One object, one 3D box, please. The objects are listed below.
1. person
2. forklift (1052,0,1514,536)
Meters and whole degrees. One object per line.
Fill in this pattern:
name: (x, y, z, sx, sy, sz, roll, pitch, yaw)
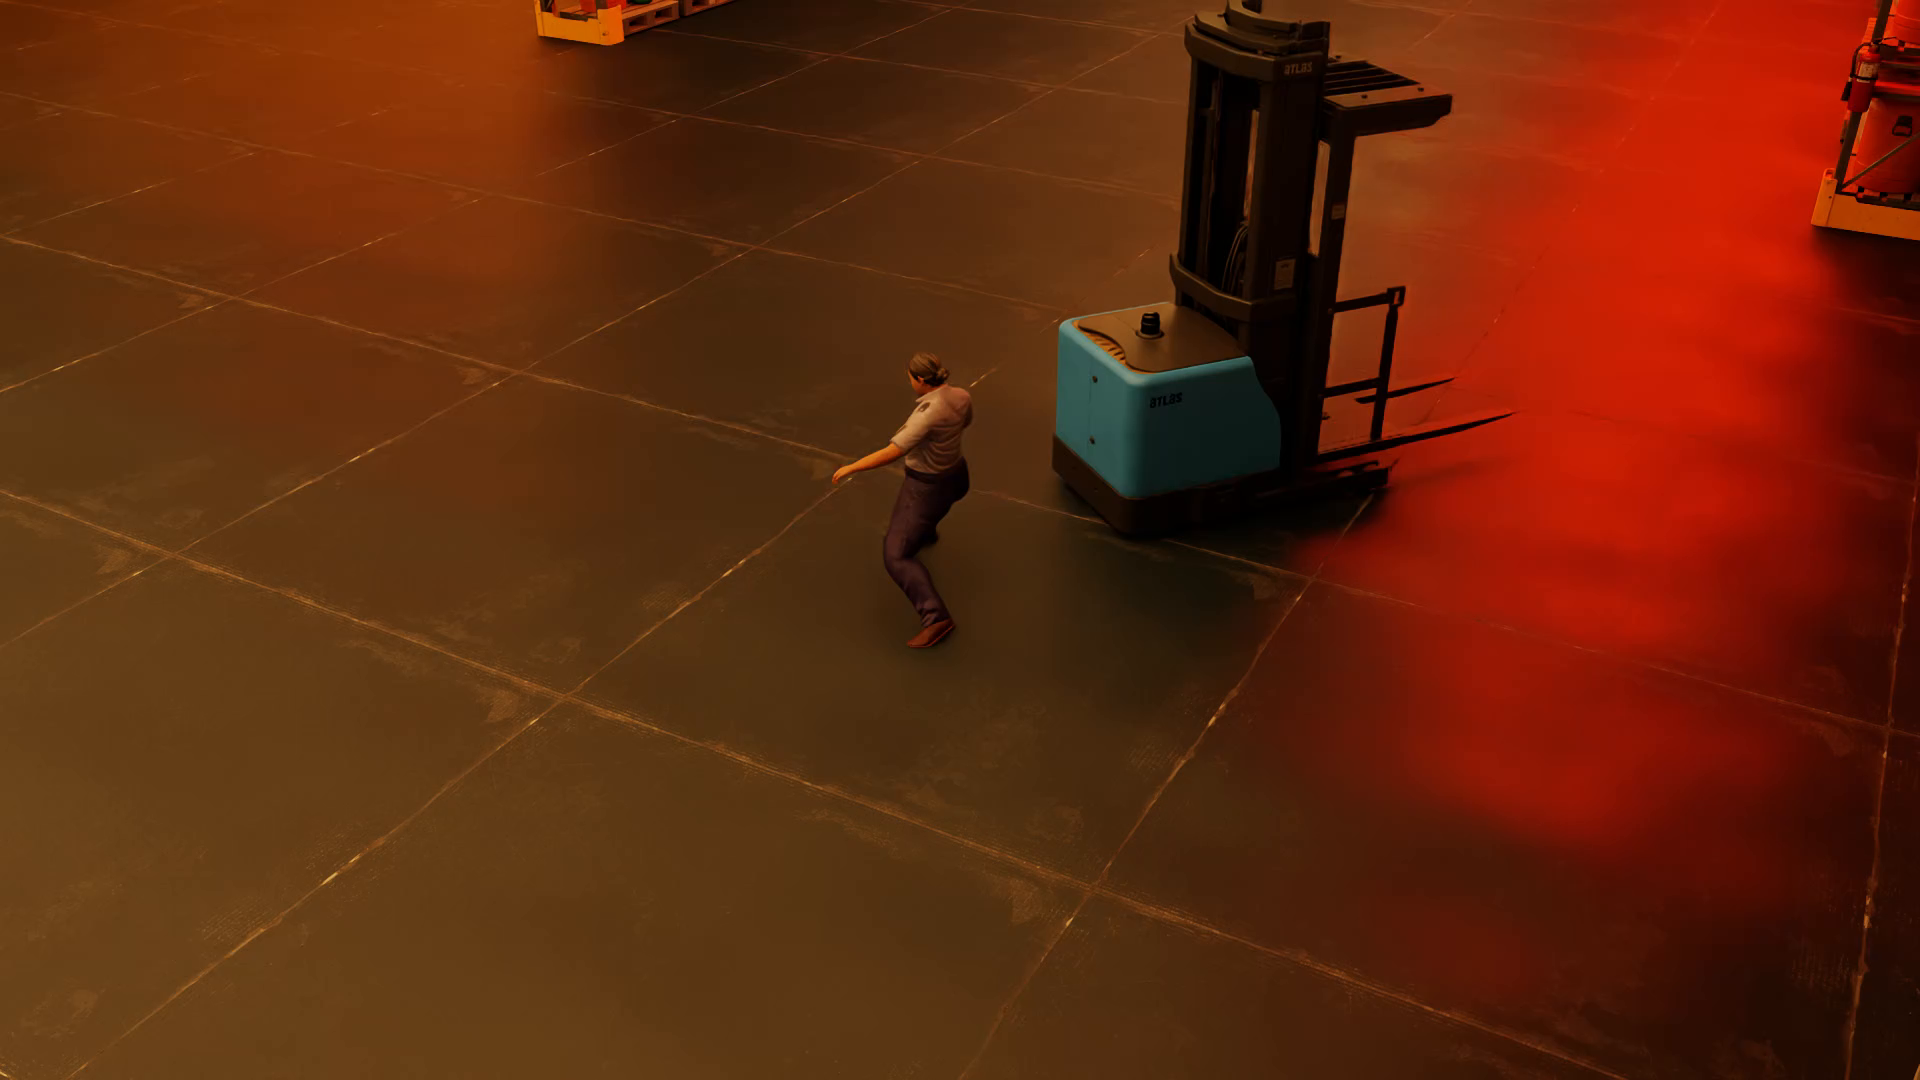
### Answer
person: (-0.250, -0.347, 9.174, 0.930, 1.506, 1.041, 18, 35, 28)
forklift: (2.154, -1.770, 10.137, 3.031, 2.935, 1.130, -12, 32, -20)
